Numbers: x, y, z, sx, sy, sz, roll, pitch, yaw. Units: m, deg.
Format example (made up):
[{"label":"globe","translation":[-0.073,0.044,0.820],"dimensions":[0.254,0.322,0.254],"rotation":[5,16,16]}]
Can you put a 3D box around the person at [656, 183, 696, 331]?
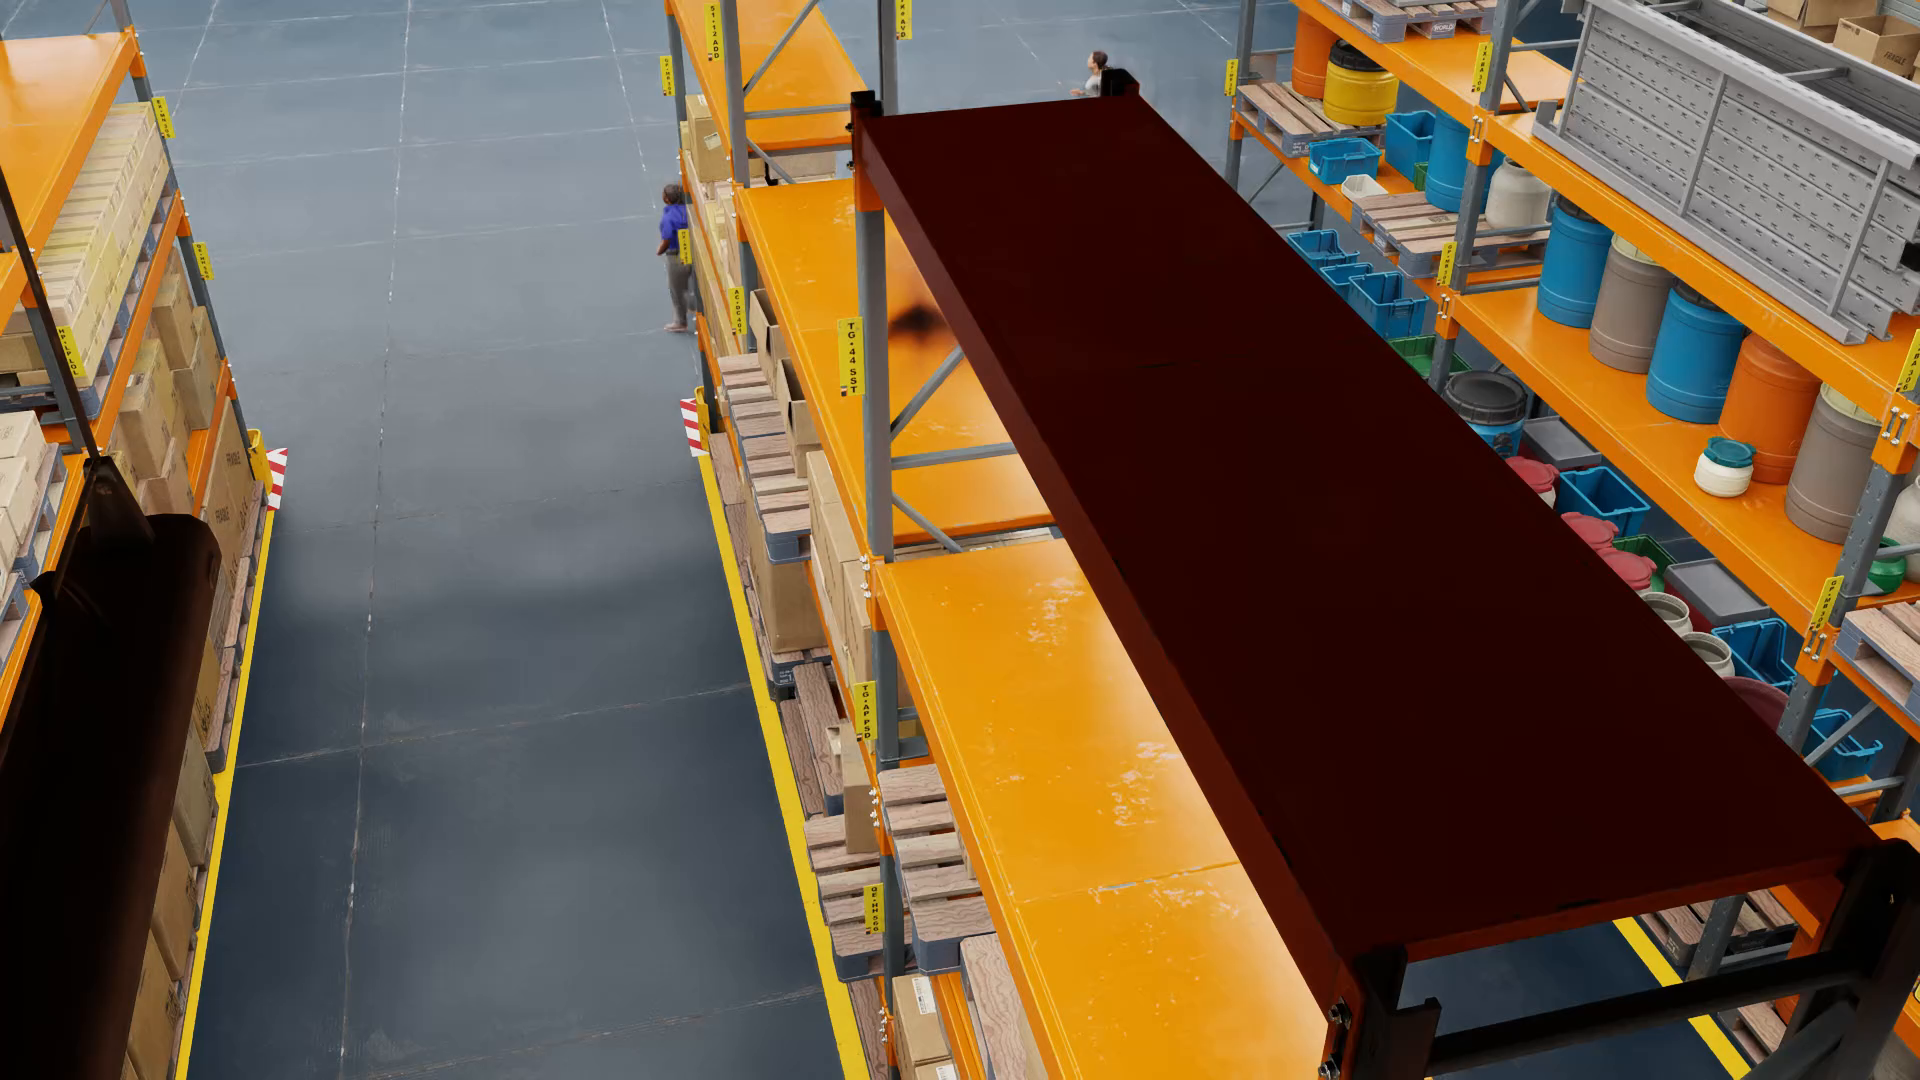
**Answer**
[{"label":"person","translation":[-2.745,-2.765,16.688],"dimensions":[0.789,1.664,0.595],"rotation":[16,38,22]}]

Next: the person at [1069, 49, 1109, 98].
[{"label":"person","translation":[1.704,-4.921,20.009],"dimensions":[0.947,1.457,0.576],"rotation":[7,35,11]}]
